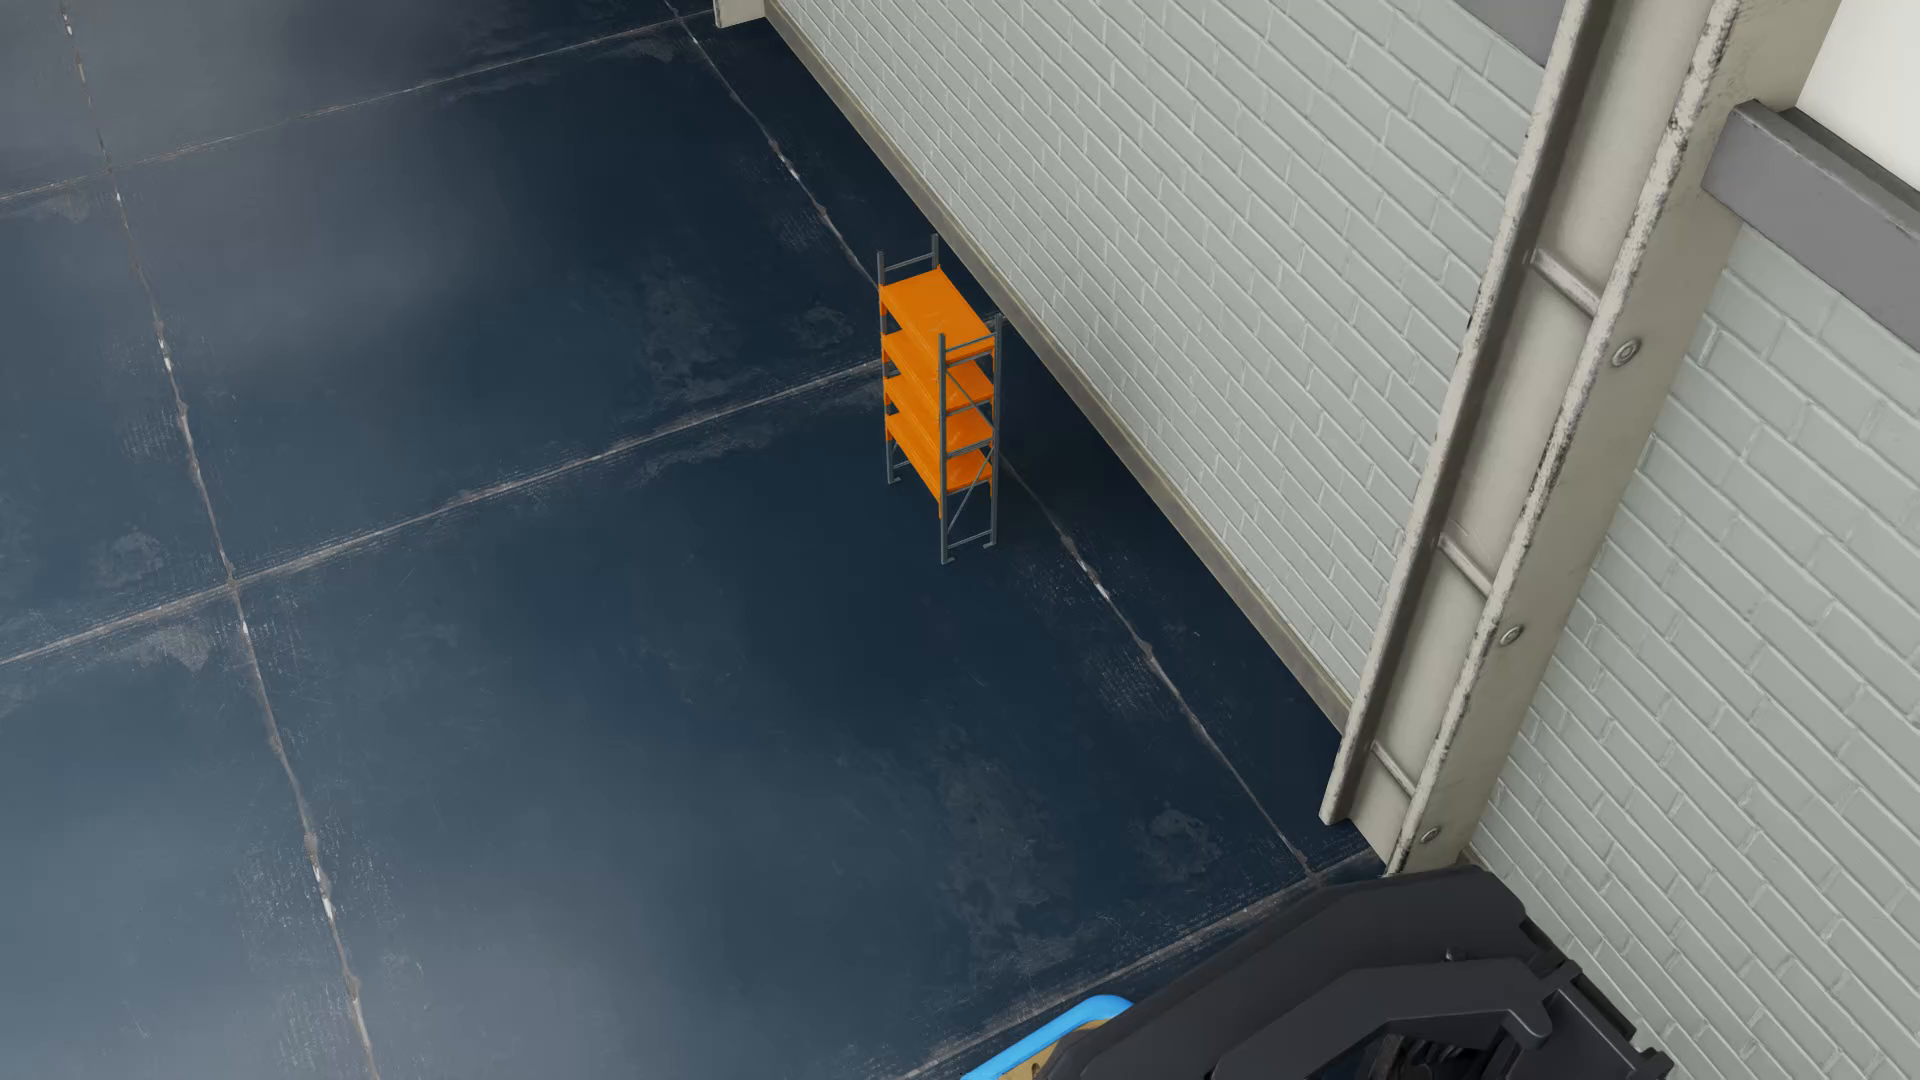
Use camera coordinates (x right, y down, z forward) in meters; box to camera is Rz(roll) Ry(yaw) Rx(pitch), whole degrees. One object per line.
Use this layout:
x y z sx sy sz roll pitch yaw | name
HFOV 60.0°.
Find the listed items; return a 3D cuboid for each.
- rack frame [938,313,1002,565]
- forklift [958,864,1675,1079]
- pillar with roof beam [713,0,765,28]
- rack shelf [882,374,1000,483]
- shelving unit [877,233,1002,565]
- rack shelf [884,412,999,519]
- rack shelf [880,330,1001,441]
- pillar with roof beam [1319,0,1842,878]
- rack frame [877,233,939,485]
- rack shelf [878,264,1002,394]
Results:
0.036 -0.342 6.145 0.240 1.200 0.015 -21 52 -18 | rack frame
0.791 2.006 2.941 1.130 2.935 3.031 -26 54 -21 | forklift
-5.098 -4.460 4.565 9.100 9.000 0.400 -21 52 -18 | pillar with roof beam
-0.076 -0.462 6.339 0.258 0.148 0.480 -21 52 -18 | rack shelf
-0.076 -0.506 6.288 0.258 1.200 0.503 -21 52 -18 | shelving unit
-0.076 -0.331 6.488 0.258 0.148 0.480 -21 52 -18 | rack shelf
-0.076 -0.609 6.170 0.258 0.148 0.480 -21 52 -18 | rack shelf
-2.352 -0.445 1.053 9.100 9.000 0.400 -21 52 -18 | pillar with roof beam
-0.187 -0.669 6.431 0.240 1.200 0.015 -21 52 -18 | rack frame
-0.076 -0.764 5.992 0.258 0.148 0.480 -21 52 -18 | rack shelf
